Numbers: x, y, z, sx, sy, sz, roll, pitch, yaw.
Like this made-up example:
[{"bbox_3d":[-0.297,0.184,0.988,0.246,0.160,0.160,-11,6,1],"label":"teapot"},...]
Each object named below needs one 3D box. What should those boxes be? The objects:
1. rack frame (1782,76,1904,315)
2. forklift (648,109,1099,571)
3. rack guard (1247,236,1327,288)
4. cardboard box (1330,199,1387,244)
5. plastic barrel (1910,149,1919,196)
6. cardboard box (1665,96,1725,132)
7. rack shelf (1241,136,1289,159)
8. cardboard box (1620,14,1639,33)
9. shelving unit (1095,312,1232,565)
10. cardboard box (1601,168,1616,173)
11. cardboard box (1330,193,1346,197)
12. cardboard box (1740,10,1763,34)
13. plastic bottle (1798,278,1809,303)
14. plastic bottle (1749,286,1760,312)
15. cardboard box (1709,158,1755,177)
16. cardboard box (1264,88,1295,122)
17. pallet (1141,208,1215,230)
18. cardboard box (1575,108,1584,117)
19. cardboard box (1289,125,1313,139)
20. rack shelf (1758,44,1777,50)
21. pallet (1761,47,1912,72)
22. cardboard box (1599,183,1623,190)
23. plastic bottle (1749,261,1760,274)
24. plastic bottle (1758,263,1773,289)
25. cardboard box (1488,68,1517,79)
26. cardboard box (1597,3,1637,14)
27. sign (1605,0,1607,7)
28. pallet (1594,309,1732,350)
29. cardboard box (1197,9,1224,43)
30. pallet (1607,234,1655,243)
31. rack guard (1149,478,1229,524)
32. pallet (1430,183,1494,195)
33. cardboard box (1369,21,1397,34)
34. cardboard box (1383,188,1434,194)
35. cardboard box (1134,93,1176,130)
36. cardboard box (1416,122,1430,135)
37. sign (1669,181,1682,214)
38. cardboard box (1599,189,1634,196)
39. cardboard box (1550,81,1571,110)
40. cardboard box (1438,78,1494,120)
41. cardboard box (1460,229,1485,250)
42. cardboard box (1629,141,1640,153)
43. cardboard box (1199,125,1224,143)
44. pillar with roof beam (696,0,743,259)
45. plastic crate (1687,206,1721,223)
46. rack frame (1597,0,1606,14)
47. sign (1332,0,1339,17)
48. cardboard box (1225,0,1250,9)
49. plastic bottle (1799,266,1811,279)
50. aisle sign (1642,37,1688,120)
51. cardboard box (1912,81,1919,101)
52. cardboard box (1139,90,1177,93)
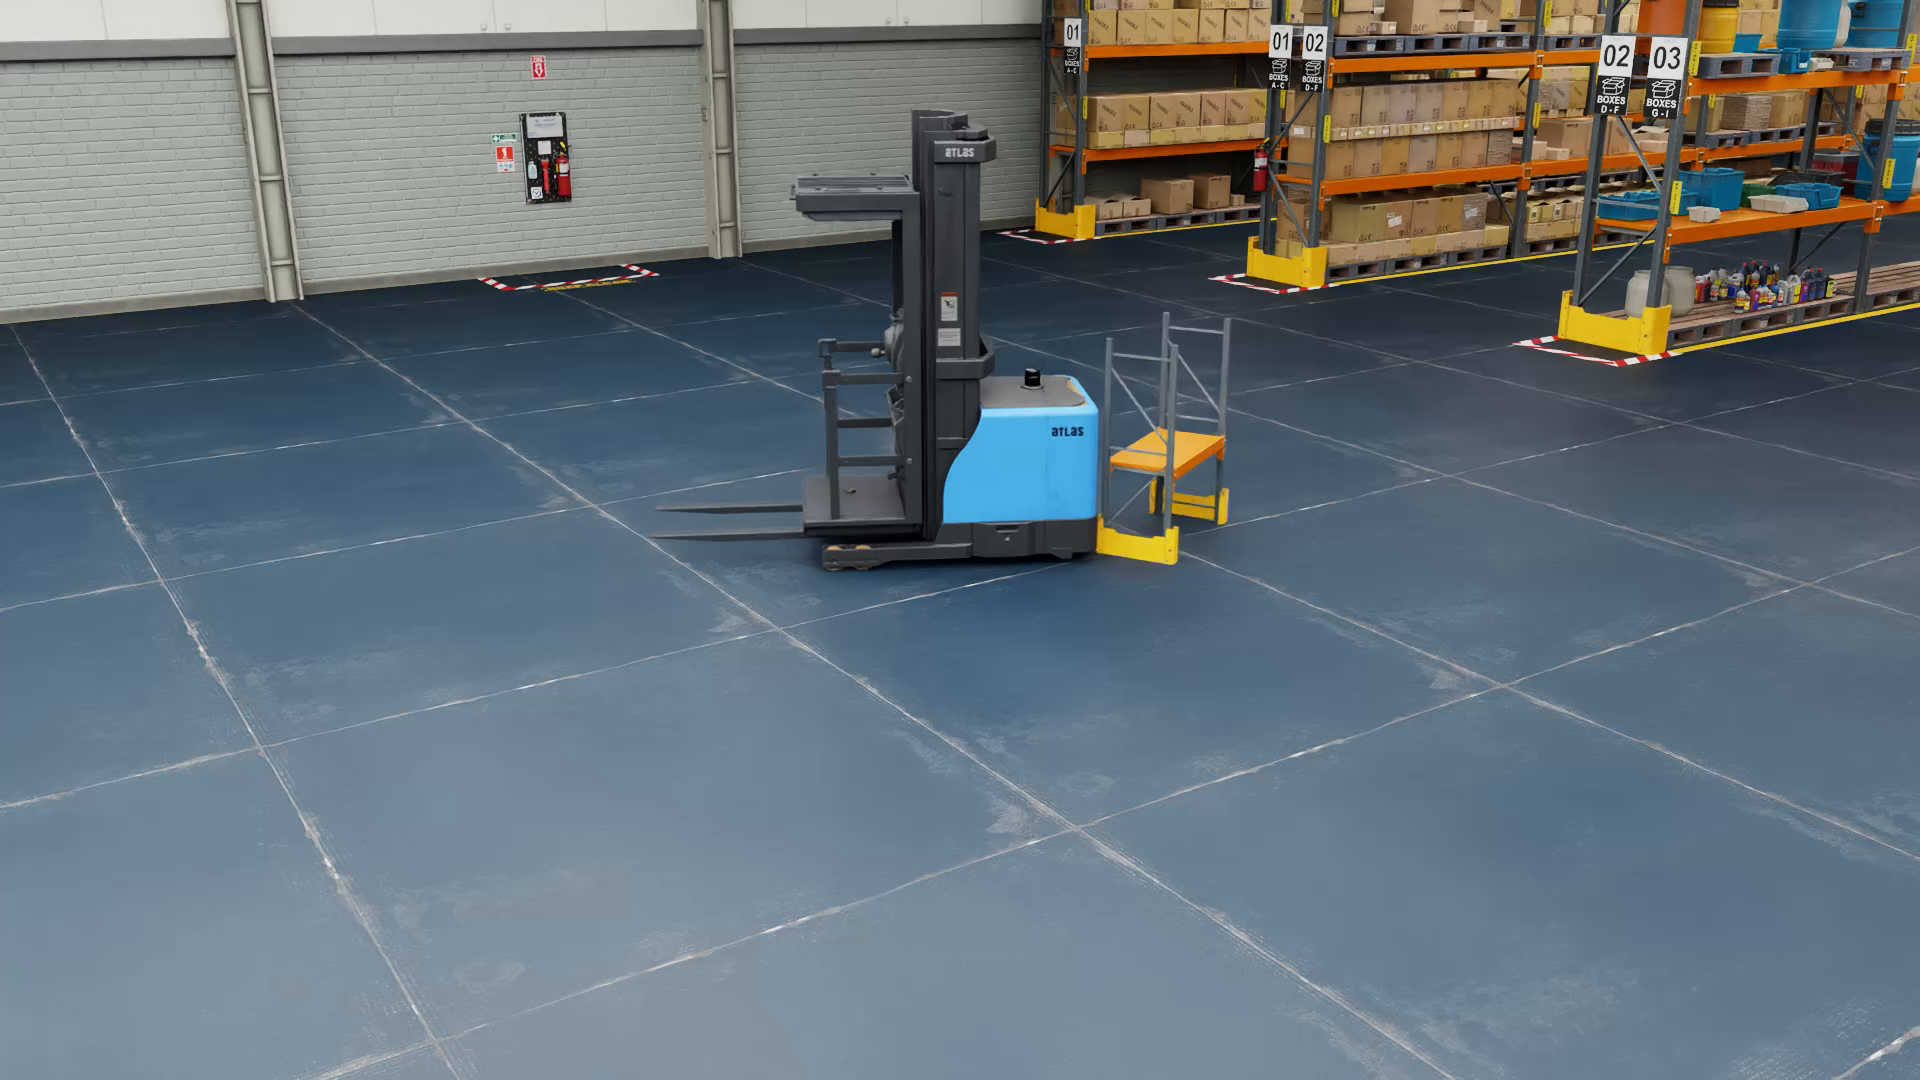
[{"bbox_3d":[10.348,-4.219,19.542,0.127,3.000,1.000,-12,22,-31],"label":"rack frame"},{"bbox_3d":[-0.616,-1.356,11.179,3.031,2.935,1.130,-2,19,-6],"label":"forklift"},{"bbox_3d":[4.266,-3.652,21.767,0.348,0.500,1.175,-12,22,-31],"label":"rack guard"},{"bbox_3d":[5.273,-4.216,21.997,0.500,0.500,0.500,-12,22,-31],"label":"cardboard box"},{"bbox_3d":[11.267,-4.394,19.845,0.433,0.535,0.433,0,19,0],"label":"plastic barrel"},{"bbox_3d":[11.431,-6.637,25.881,0.700,0.500,0.500,14,23,35],"label":"cardboard box"},{"bbox_3d":[6.570,-6.881,28.537,4.000,0.370,1.077,-12,22,-31],"label":"rack shelf"},{"bbox_3d":[9.708,-7.509,24.166,0.500,0.250,0.500,-12,22,-32],"label":"cardboard box"},{"bbox_3d":[1.441,-0.737,11.584,0.587,1.500,1.083,10,21,27],"label":"shelving unit"},{"bbox_3d":[12.262,-7.397,32.190,0.500,0.500,0.700,-12,22,-31],"label":"cardboard box"},{"bbox_3d":[6.357,-6.211,28.649,0.500,0.500,0.700,-12,22,-31],"label":"cardboard box"},{"bbox_3d":[11.739,-7.894,25.570,0.500,0.500,0.910,-12,22,-31],"label":"cardboard box"},{"bbox_3d":[9.695,-2.877,19.125,0.133,0.283,0.061,-10,21,-28],"label":"plastic bottle"},{"bbox_3d":[8.892,-2.707,18.624,0.133,0.283,0.061,-11,22,-31],"label":"plastic bottle"},{"bbox_3d":[12.516,-6.049,26.999,0.500,0.250,0.500,-12,22,-32],"label":"cardboard box"},{"bbox_3d":[5.343,-7.206,27.532,0.500,0.500,0.700,-12,22,-31],"label":"cardboard box"},{"bbox_3d":[3.338,-5.204,26.809,1.213,0.211,1.003,-12,22,-31],"label":"pallet"},{"bbox_3d":[11.454,-8.034,31.185,0.250,0.149,0.380,-12,22,-31],"label":"cardboard box"},{"bbox_3d":[4.500,-5.313,21.609,0.250,0.149,0.380,-12,22,-32],"label":"cardboard box"},{"bbox_3d":[12.638,-7.682,26.224,4.000,0.370,1.077,-12,22,-31],"label":"rack shelf"},{"bbox_3d":[9.799,-5.398,18.638,1.003,0.211,1.213,-12,22,-31],"label":"pallet"},{"bbox_3d":[9.934,-5.303,25.509,0.500,0.311,0.500,-13,22,-33],"label":"cardboard box"},{"bbox_3d":[9.445,-3.142,19.803,0.185,0.351,0.144,-11,22,-30],"label":"plastic bottle"},{"bbox_3d":[9.525,-3.103,19.689,0.185,0.351,0.144,-12,22,-31],"label":"plastic bottle"},{"bbox_3d":[9.625,-8.322,29.854,0.500,0.250,0.500,-12,22,-31],"label":"cardboard box"},{"bbox_3d":[12.303,-9.926,31.160,0.500,0.250,0.500,-12,22,-32],"label":"cardboard box"},{"bbox_3d":[11.887,-9.950,30.510,0.005,0.325,0.100,-12,22,-31],"label":"sign"},{"bbox_3d":[7.726,-2.361,18.400,1.213,0.211,1.003,-12,22,-31],"label":"pallet"},{"bbox_3d":[3.742,-7.999,25.850,0.500,0.500,0.500,-13,23,-33],"label":"cardboard box"},{"bbox_3d":[10.258,-4.794,25.595,1.213,0.211,1.003,-12,22,-31],"label":"pallet"},{"bbox_3d":[1.677,-0.286,12.199,0.587,0.250,0.087,10,21,27],"label":"rack guard"},{"bbox_3d":[8.940,-6.372,30.262,1.213,0.211,1.003,-12,22,-31],"label":"pallet"},{"bbox_3d":[5.366,-6.568,21.322,0.250,0.149,0.380,-12,22,-31],"label":"cardboard box"},{"bbox_3d":[6.232,-4.622,23.201,0.500,0.500,0.500,-12,22,-31],"label":"cardboard box"},{"bbox_3d":[2.976,-6.636,25.722,0.500,0.500,0.500,-13,22,-33],"label":"cardboard box"},{"bbox_3d":[6.016,-5.477,22.093,0.250,0.149,0.380,-12,22,-31],"label":"cardboard box"},{"bbox_3d":[7.306,-3.498,16.976,0.005,0.325,0.100,-12,22,-31],"label":"sign"},{"bbox_3d":[9.812,-5.072,24.826,0.500,0.311,0.500,-12,22,-32],"label":"cardboard box"},{"bbox_3d":[10.913,-8.235,30.768,0.500,0.500,0.500,-12,22,-31],"label":"cardboard box"},{"bbox_3d":[6.838,-6.038,22.739,0.500,0.500,0.700,-12,22,-32],"label":"cardboard box"},{"bbox_3d":[6.937,-4.216,23.169,0.500,0.250,0.500,-12,22,-31],"label":"cardboard box"},{"bbox_3d":[9.933,-5.891,24.878,0.250,0.149,0.380,-10,21,-27],"label":"cardboard box"},{"bbox_3d":[3.838,-6.465,26.387,0.500,0.250,0.500,-12,22,-32],"label":"cardboard box"},{"bbox_3d":[-0.976,-7.153,18.852,0.400,9.000,9.100,-12,22,-31],"label":"pillar with roof beam"},{"bbox_3d":[7.931,-3.461,17.712,0.250,0.136,0.298,-12,22,-31],"label":"plastic crate"},{"bbox_3d":[11.581,-11.120,30.587,0.127,3.000,1.000,-12,22,-31],"label":"rack frame"},{"bbox_3d":[4.586,-6.563,20.303,0.005,0.325,0.100,-12,22,-31],"label":"sign"},{"bbox_3d":[4.175,-8.560,25.949,0.500,0.500,0.500,-11,21,-28],"label":"cardboard box"},{"bbox_3d":[9.889,-3.021,19.446,0.185,0.351,0.144,-12,22,-31],"label":"plastic bottle"},{"bbox_3d":[7.108,-4.655,16.772,0.004,0.787,0.394,-12,22,-31],"label":"aisle sign"},{"bbox_3d":[16.147,-7.755,28.284,0.500,0.500,0.500,-11,22,-30],"label":"cardboard box"},{"bbox_3d":[3.111,-6.865,26.400,0.500,0.500,0.500,-12,22,-31],"label":"cardboard box"}]
